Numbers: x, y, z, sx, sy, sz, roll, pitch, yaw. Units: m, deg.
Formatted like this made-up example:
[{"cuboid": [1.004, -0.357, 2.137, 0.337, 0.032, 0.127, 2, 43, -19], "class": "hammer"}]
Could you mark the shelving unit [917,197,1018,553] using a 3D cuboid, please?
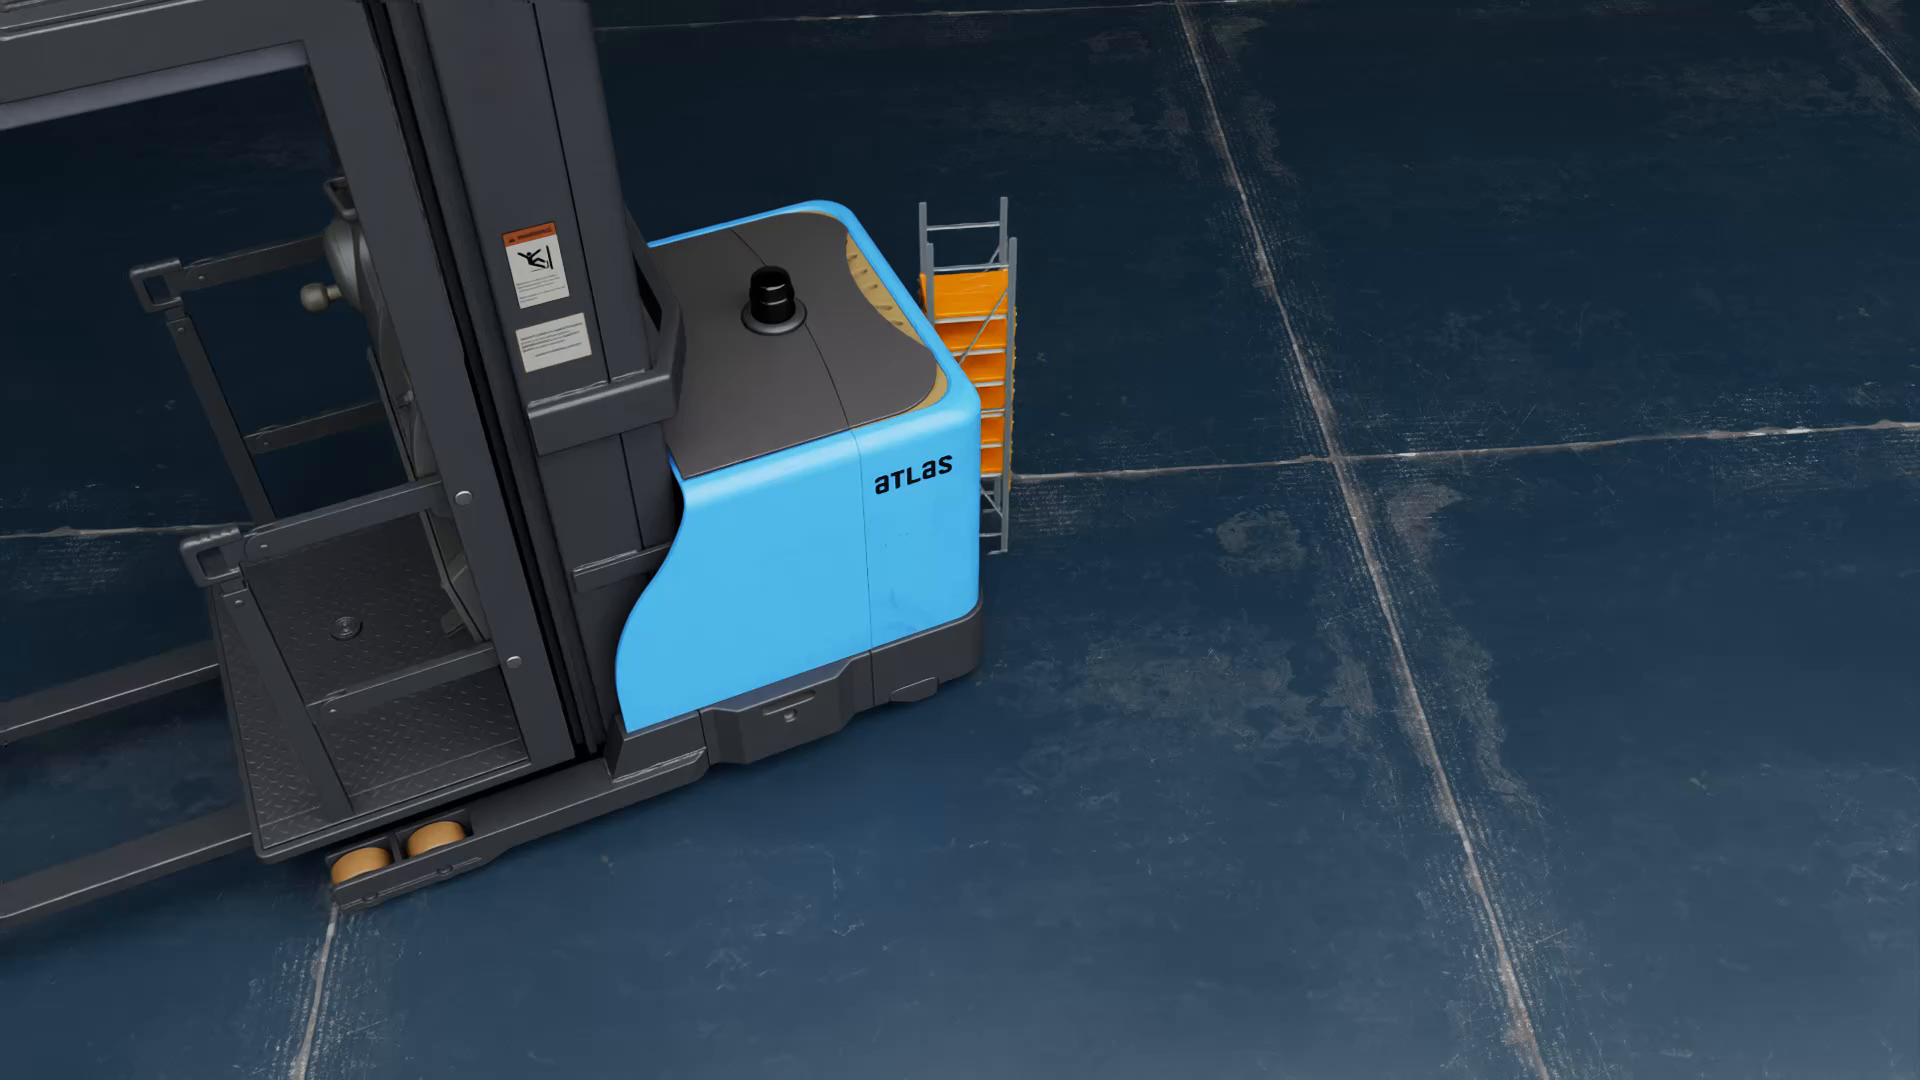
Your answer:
[{"cuboid": [0.019, -0.433, 4.834, 0.258, 1.200, 0.189, -5, 47, -4], "class": "shelving unit"}]

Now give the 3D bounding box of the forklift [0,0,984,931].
[{"cuboid": [-1.494, -0.490, 3.695, 3.031, 2.935, 1.130, -18, 49, -17], "class": "forklift"}]

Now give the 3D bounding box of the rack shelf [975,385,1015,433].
[{"cuboid": [0.019, -0.402, 4.866, 0.258, 0.103, 0.180, -5, 47, -4], "class": "rack shelf"}]

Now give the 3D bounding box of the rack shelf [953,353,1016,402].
[{"cuboid": [0.019, -0.485, 4.779, 0.258, 0.103, 0.180, -5, 47, -4], "class": "rack shelf"}]

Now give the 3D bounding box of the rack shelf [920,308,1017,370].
[{"cuboid": [0.019, -0.567, 4.692, 0.258, 0.103, 0.180, -5, 47, -4], "class": "rack shelf"}]

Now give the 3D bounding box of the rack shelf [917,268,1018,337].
[{"cuboid": [0.019, -0.650, 4.604, 0.258, 0.103, 0.180, -5, 47, -4], "class": "rack shelf"}]

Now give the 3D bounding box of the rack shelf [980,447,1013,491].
[{"cuboid": [0.019, -0.237, 5.040, 0.258, 0.103, 0.180, -5, 47, -4], "class": "rack shelf"}]

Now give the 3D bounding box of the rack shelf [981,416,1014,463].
[{"cuboid": [0.019, -0.320, 4.953, 0.258, 0.103, 0.180, -5, 47, -4], "class": "rack shelf"}]

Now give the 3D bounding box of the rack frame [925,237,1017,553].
[{"cuboid": [0.029, -0.367, 4.771, 0.240, 1.200, 0.006, -5, 47, -4], "class": "rack frame"}]

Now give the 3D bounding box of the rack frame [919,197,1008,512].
[{"cuboid": [0.009, -0.499, 4.896, 0.240, 1.200, 0.006, -5, 47, -4], "class": "rack frame"}]
